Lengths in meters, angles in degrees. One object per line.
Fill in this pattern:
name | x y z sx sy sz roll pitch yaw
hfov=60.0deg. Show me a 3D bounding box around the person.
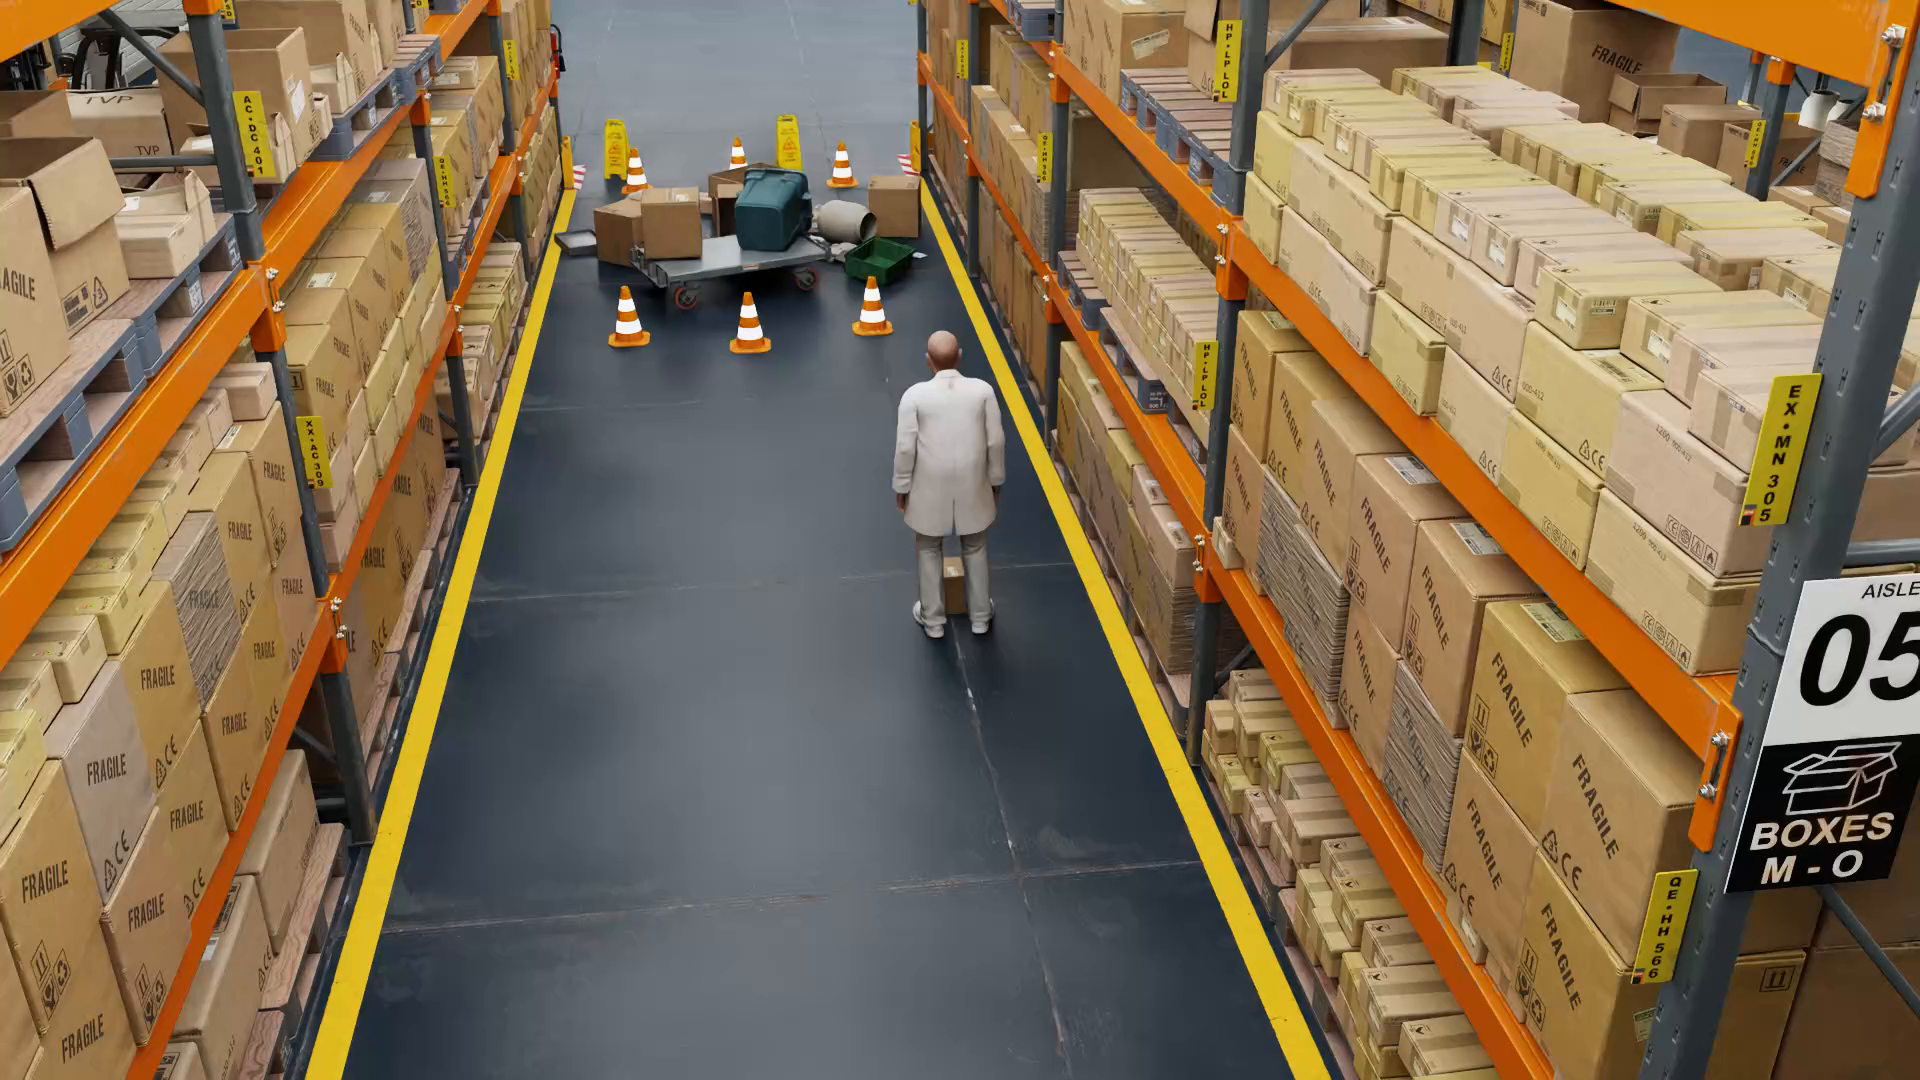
person | -0.062 -0.301 9.231 0.640 1.772 0.428 -4 27 -9
